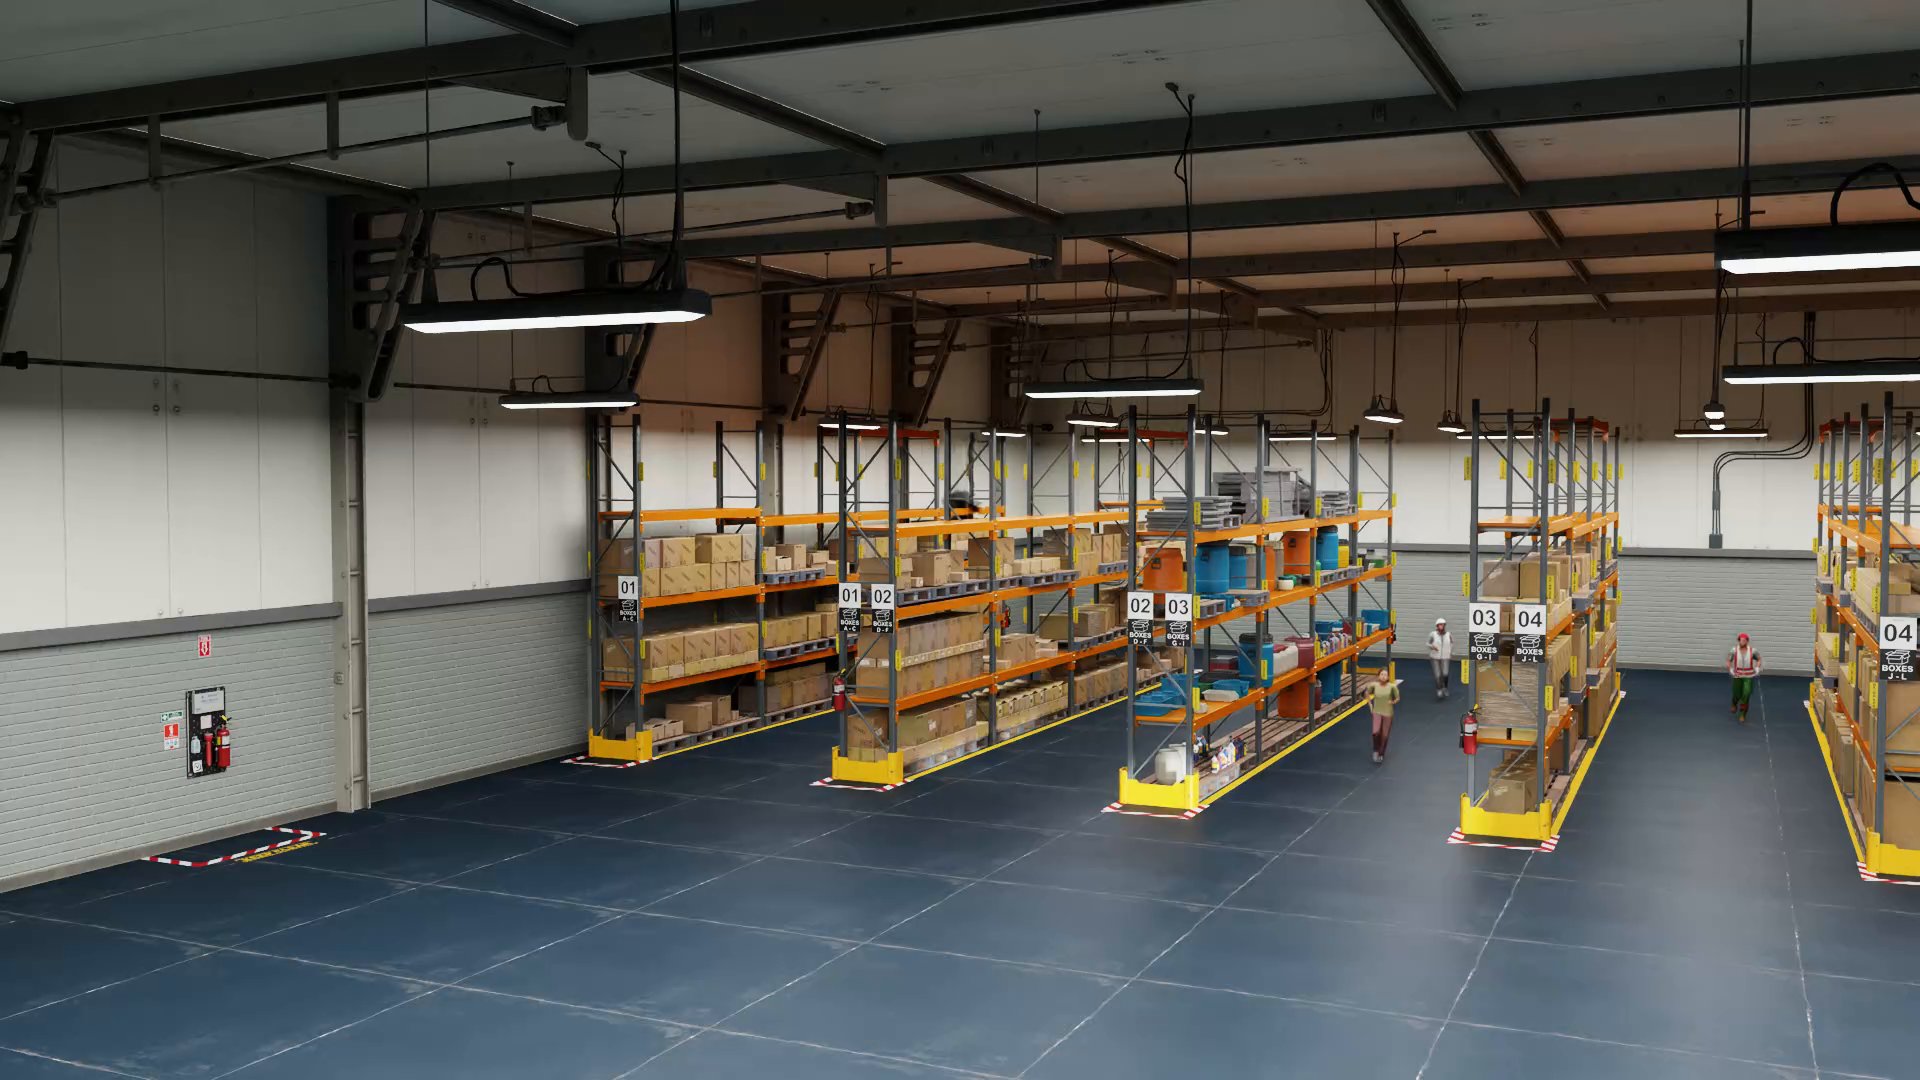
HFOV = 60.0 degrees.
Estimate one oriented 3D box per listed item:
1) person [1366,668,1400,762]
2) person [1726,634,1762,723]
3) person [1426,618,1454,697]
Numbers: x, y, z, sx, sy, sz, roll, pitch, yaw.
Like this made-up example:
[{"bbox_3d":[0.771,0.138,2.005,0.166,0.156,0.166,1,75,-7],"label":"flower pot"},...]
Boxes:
[{"bbox_3d":[7.241,2.997,28.470,0.574,1.627,0.650,1,2,13],"label":"person"},{"bbox_3d":[15.748,2.758,33.419,0.661,1.774,0.798,1,3,24],"label":"person"},{"bbox_3d":[10.626,2.612,36.776,0.634,1.752,0.660,0,2,9],"label":"person"}]
